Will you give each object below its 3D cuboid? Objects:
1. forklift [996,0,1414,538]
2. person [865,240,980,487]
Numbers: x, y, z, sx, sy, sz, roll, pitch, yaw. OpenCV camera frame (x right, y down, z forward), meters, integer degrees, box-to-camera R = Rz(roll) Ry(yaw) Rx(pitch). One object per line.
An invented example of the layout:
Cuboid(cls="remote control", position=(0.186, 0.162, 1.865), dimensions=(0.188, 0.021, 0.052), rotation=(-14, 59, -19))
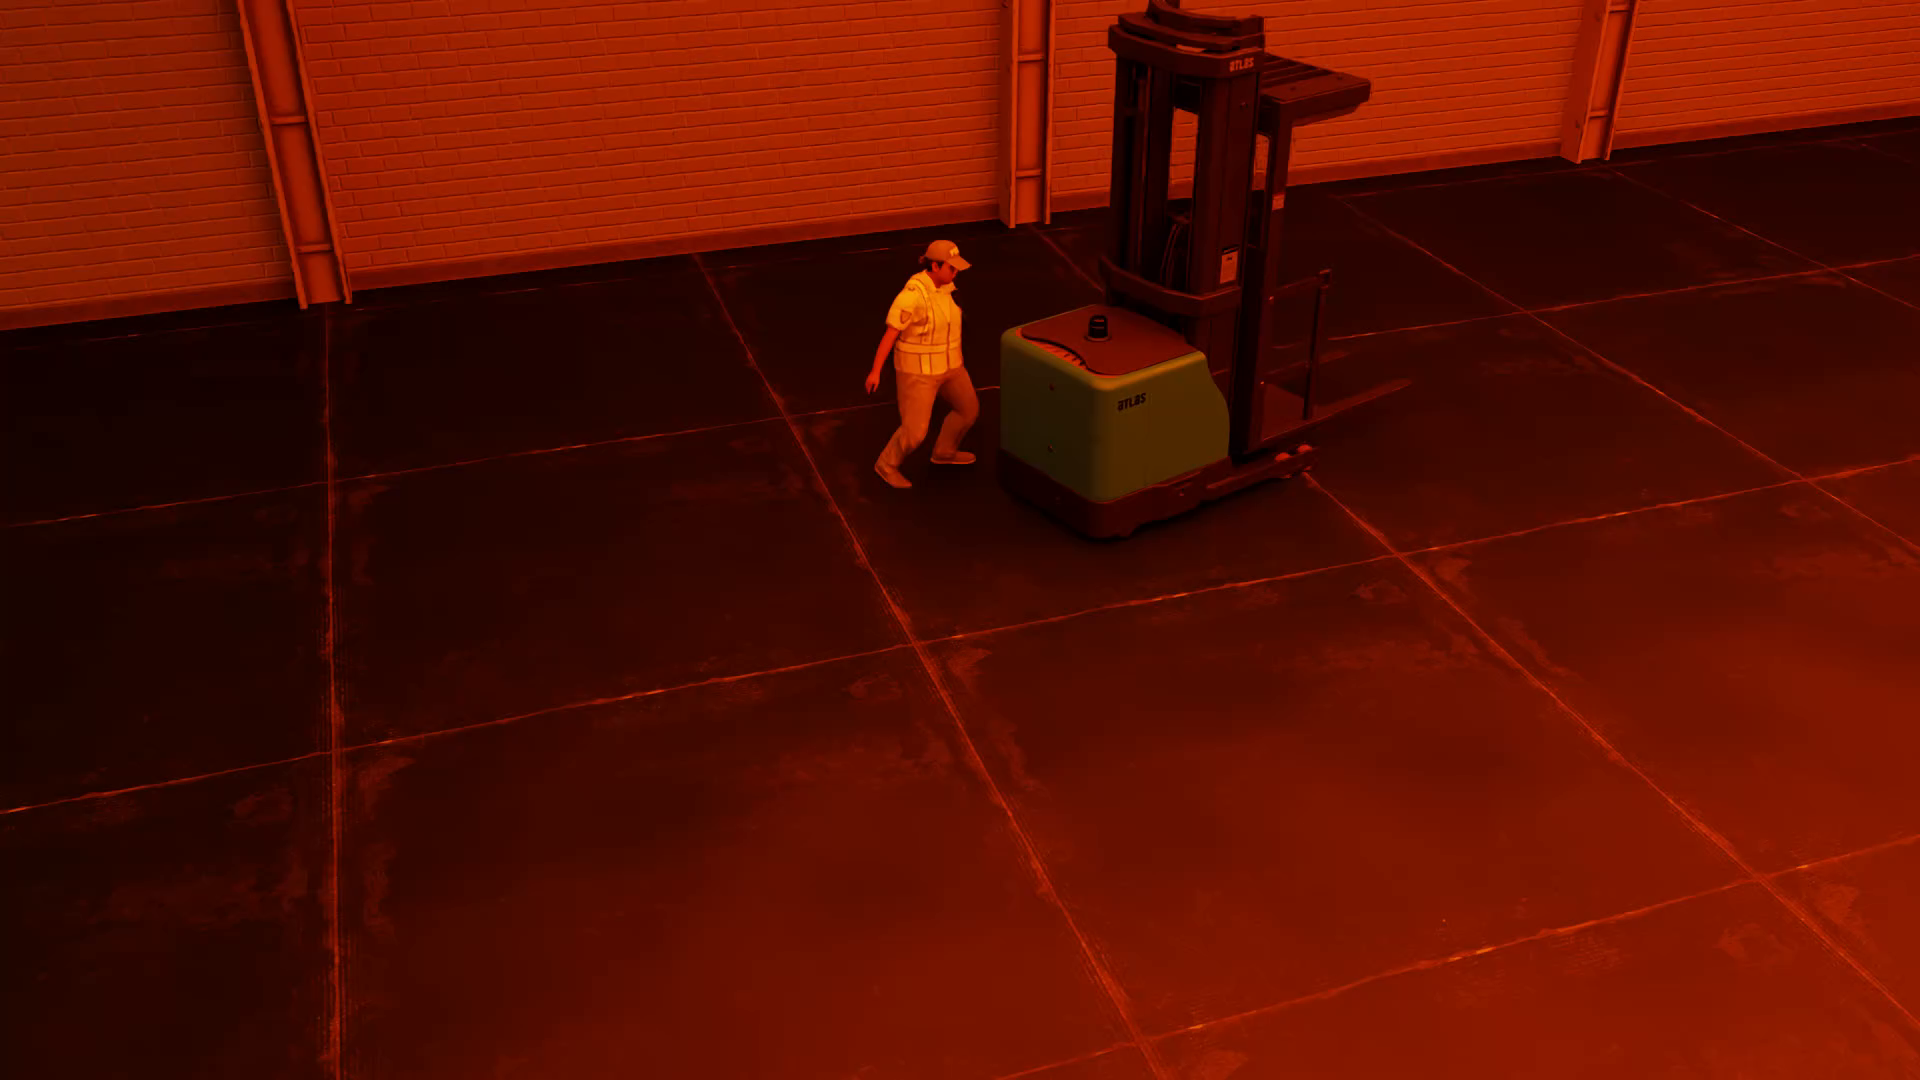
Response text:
Cuboid(cls="forklift", position=(1.719, -1.854, 10.310), dimensions=(3.031, 2.935, 1.130), rotation=(-20, 36, -31))
Cuboid(cls="person", position=(-0.239, -1.079, 10.346), dimensions=(0.511, 1.628, 0.841), rotation=(26, 39, 37))
